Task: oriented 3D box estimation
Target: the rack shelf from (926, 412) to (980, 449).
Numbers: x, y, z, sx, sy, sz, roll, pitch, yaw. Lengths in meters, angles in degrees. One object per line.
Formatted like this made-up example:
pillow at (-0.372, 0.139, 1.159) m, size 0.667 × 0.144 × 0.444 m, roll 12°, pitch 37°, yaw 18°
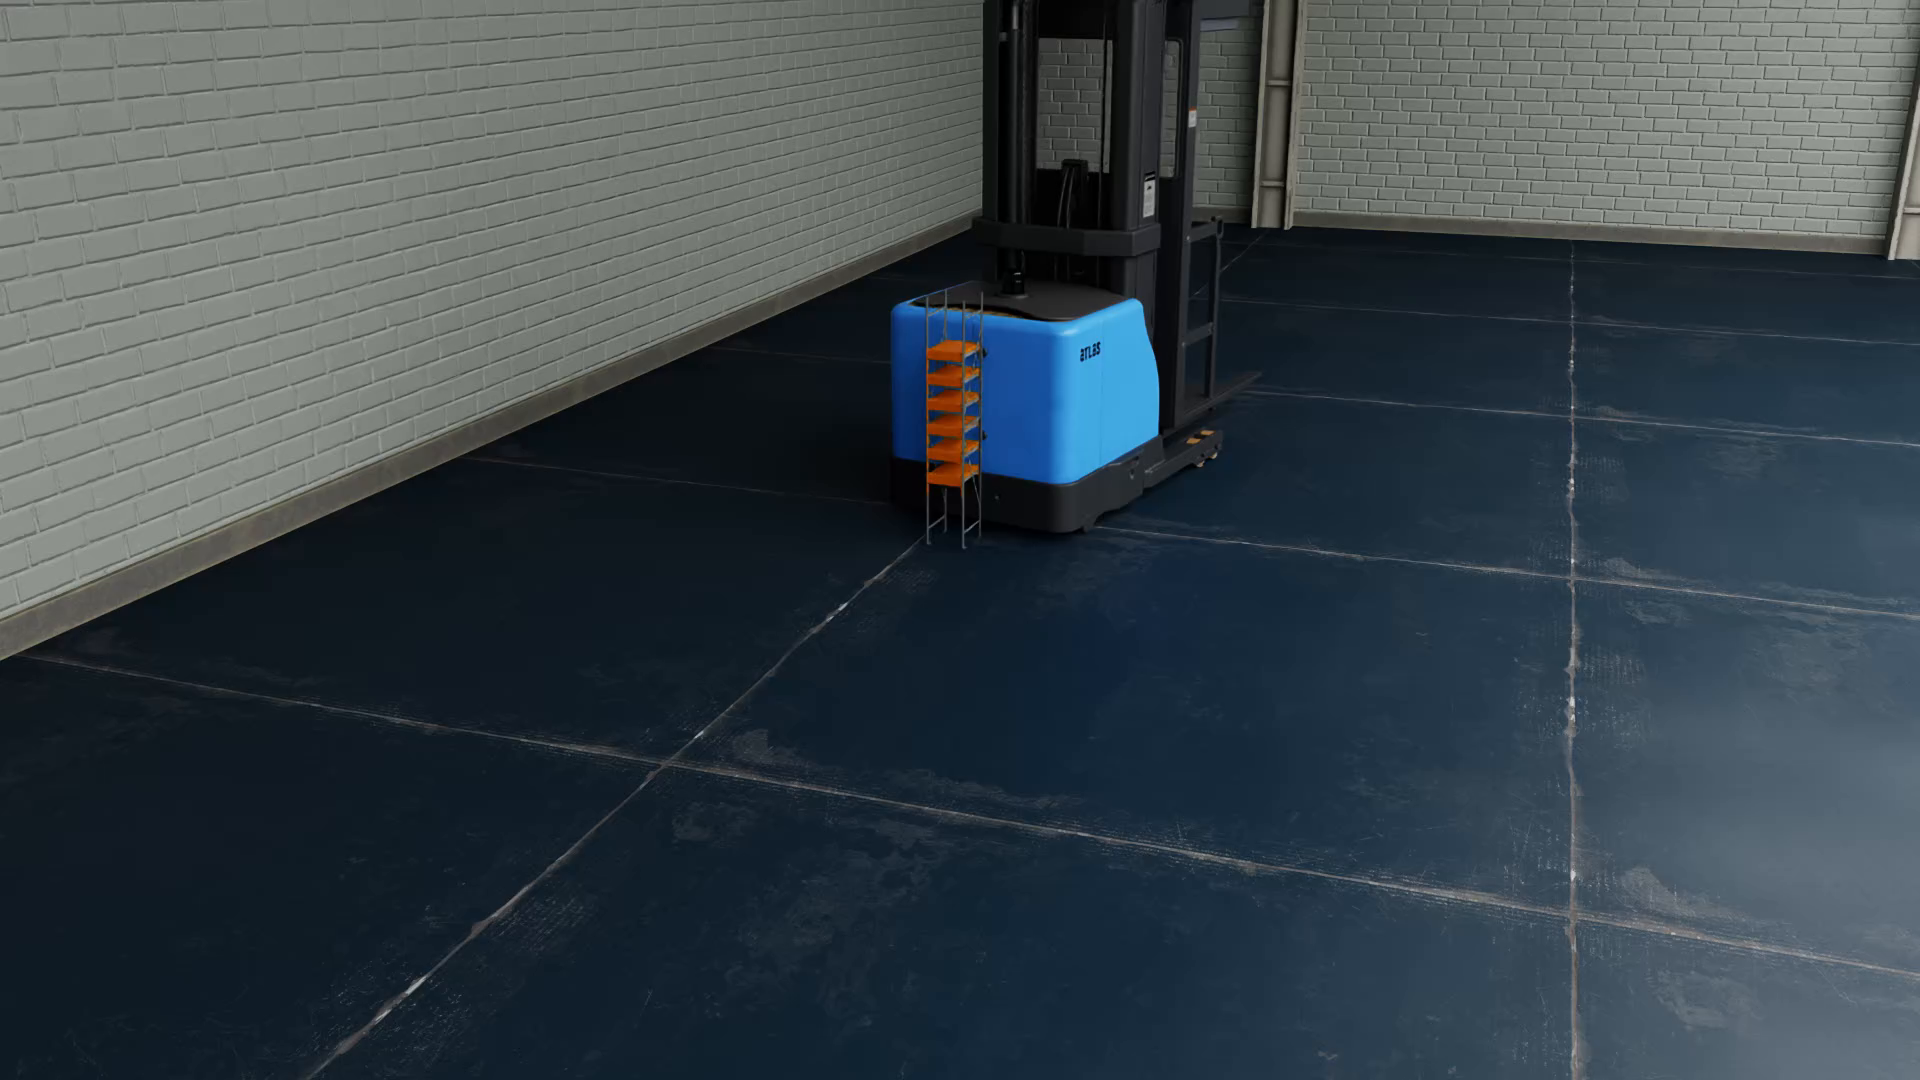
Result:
rack shelf at (-0.027, -0.522, 7.884) m, size 0.180 × 0.103 × 0.258 m, roll 8°, pitch 21°, yaw 21°

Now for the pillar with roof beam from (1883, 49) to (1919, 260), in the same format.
pillar with roof beam at (7.553, -5.577, 10.403) m, size 0.400 × 9.000 × 9.100 m, roll 7°, pitch 20°, yaw 18°

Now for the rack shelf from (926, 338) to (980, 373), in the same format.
rack shelf at (-0.026, -0.862, 7.765) m, size 0.180 × 0.103 × 0.258 m, roll 8°, pitch 21°, yaw 21°

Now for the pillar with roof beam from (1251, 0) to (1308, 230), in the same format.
pillar with roof beam at (1.886, -6.225, 12.263) m, size 0.400 × 9.000 × 9.100 m, roll 7°, pitch 20°, yaw 18°

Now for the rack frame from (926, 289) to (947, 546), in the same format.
rack frame at (-0.111, -0.576, 7.902) m, size 0.006 × 1.200 × 0.240 m, roll 8°, pitch 21°, yaw 21°

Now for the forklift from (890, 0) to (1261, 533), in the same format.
forklift at (0.829, -1.853, 8.938) m, size 1.130 × 2.935 × 3.031 m, roll 11°, pitch 22°, yaw 29°

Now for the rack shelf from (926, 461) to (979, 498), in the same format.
rack shelf at (-0.028, -0.295, 7.964) m, size 0.180 × 0.103 × 0.258 m, roll 8°, pitch 21°, yaw 21°

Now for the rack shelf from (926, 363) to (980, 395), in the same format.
rack shelf at (-0.026, -0.748, 7.805) m, size 0.180 × 0.103 × 0.258 m, roll 8°, pitch 21°, yaw 21°

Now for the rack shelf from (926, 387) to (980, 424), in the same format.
rack shelf at (-0.026, -0.635, 7.845) m, size 0.180 × 0.103 × 0.258 m, roll 8°, pitch 21°, yaw 21°

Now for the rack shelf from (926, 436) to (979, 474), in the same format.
rack shelf at (-0.027, -0.409, 7.924) m, size 0.180 × 0.103 × 0.258 m, roll 8°, pitch 21°, yaw 21°

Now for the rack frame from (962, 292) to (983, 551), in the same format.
rack frame at (0.058, -0.552, 7.837) m, size 0.006 × 1.200 × 0.240 m, roll 8°, pitch 21°, yaw 21°

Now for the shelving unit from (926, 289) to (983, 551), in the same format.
shelving unit at (-0.027, -0.564, 7.870) m, size 0.189 × 1.200 × 0.258 m, roll 8°, pitch 21°, yaw 21°
